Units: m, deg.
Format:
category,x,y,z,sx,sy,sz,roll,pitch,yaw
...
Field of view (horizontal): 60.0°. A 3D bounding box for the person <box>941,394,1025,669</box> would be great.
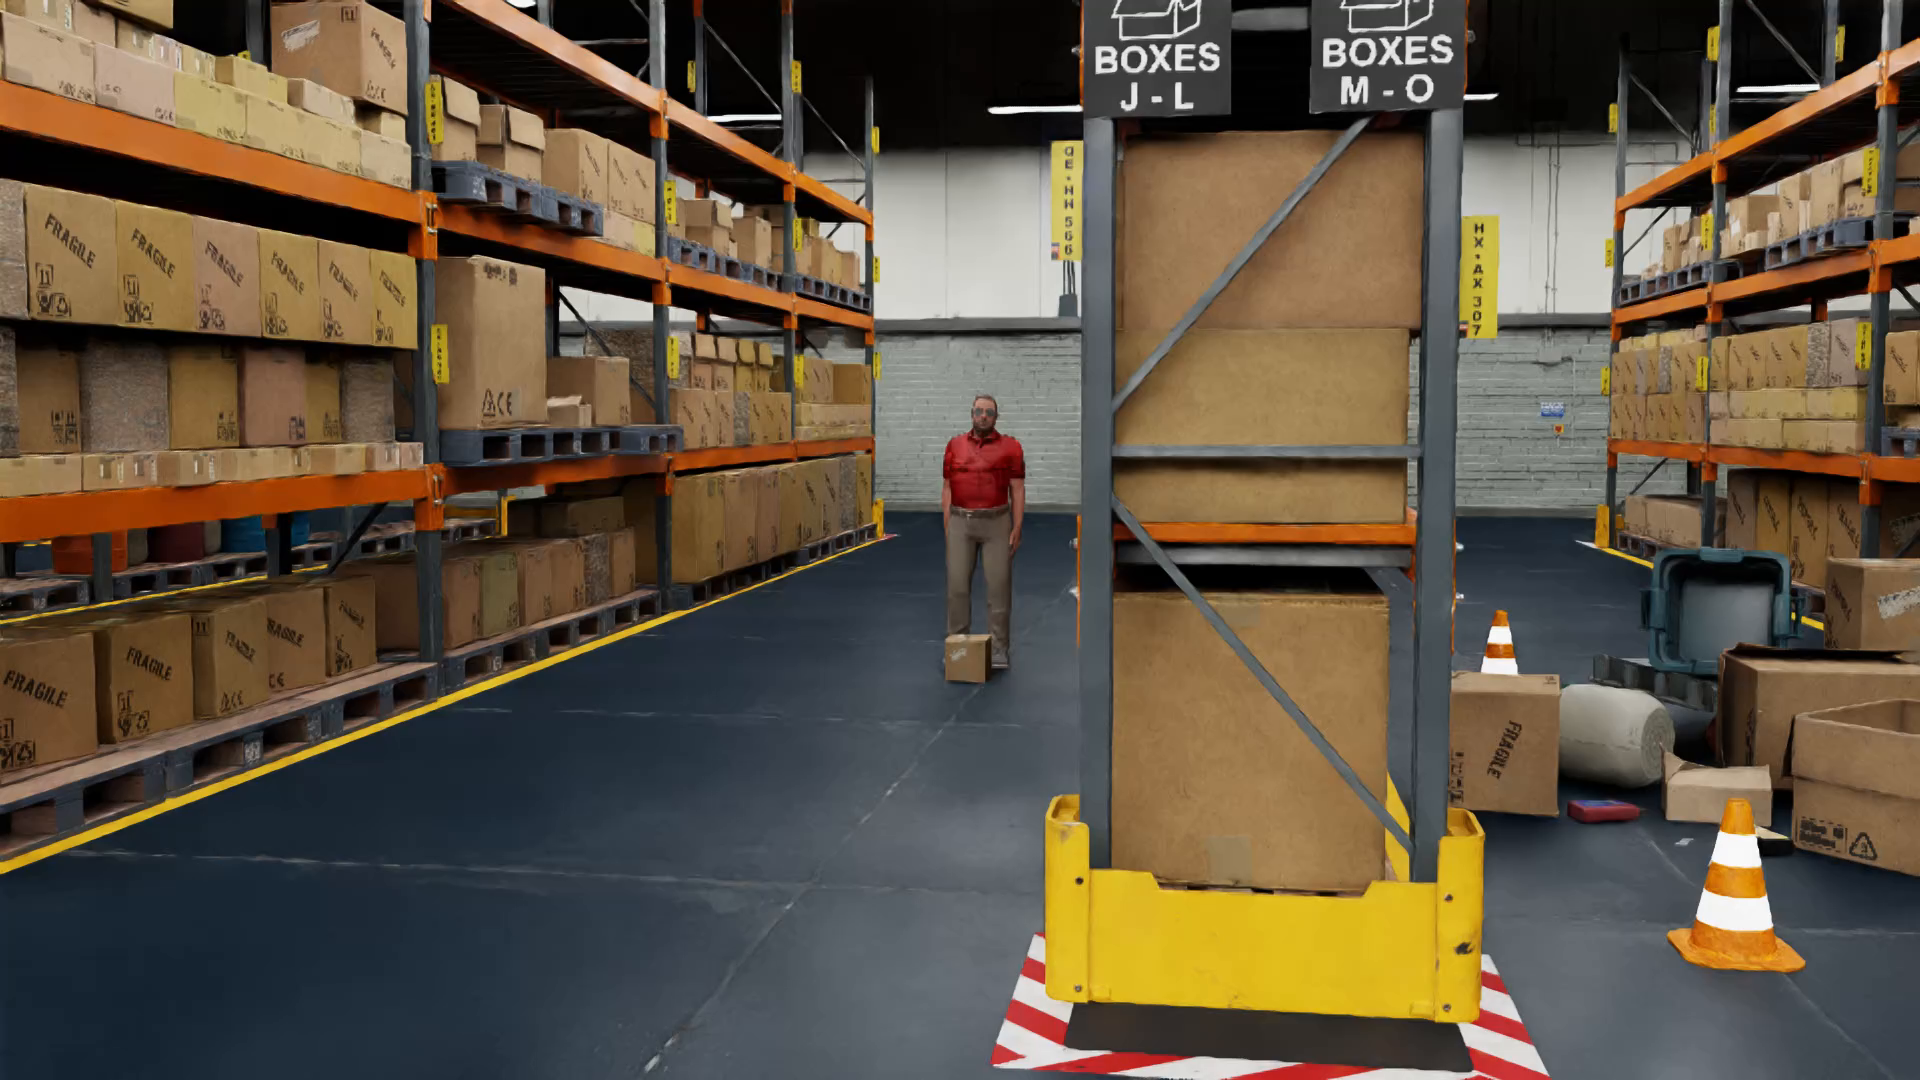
category,x,y,z,sx,sy,sz,roll,pitch,yaw
person,0.139,-0.056,10.495,0.534,1.724,0.361,1,5,10
